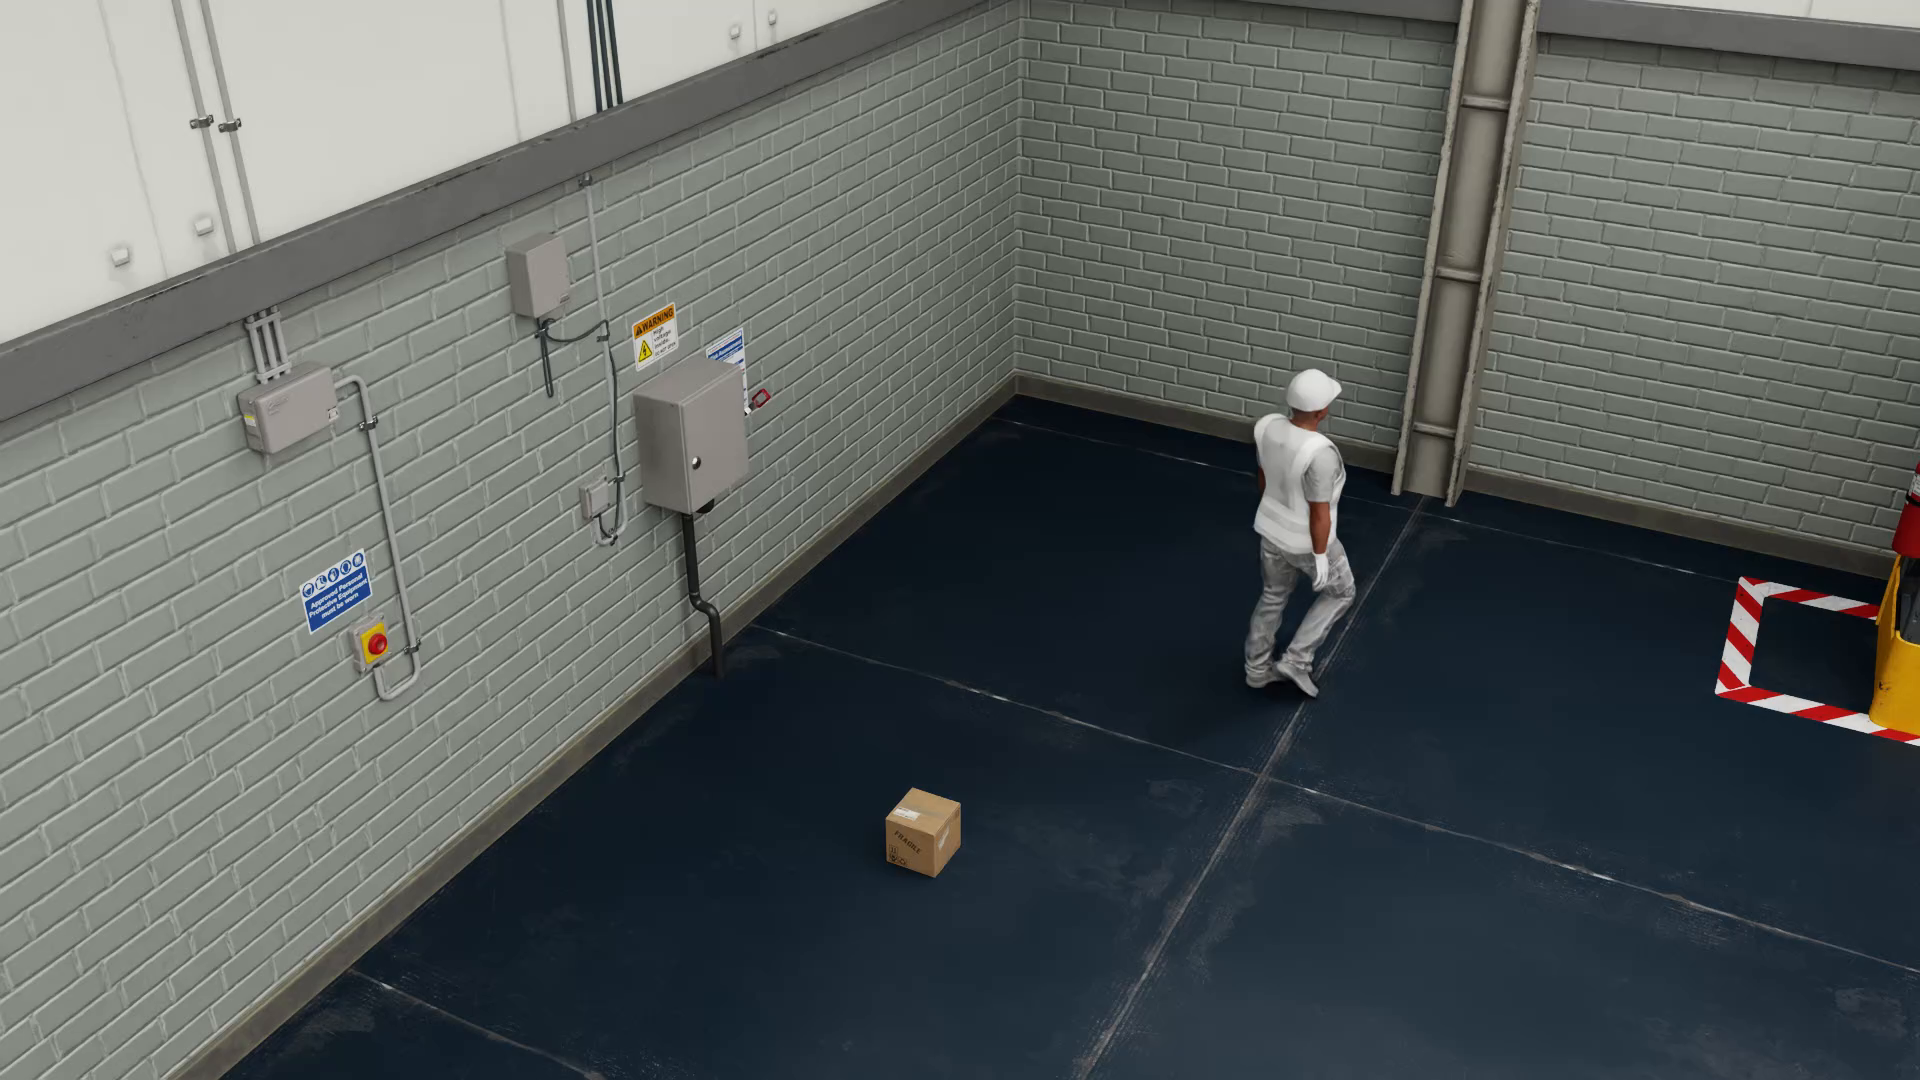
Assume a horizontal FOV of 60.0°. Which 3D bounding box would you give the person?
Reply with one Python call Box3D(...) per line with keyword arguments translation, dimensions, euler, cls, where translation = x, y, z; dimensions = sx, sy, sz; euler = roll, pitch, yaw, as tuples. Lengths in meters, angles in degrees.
Box3D(translation=(1.717, -0.034, 8.307), dimensions=(0.455, 1.808, 0.592), euler=(-17, 34, -27), cls="person")
